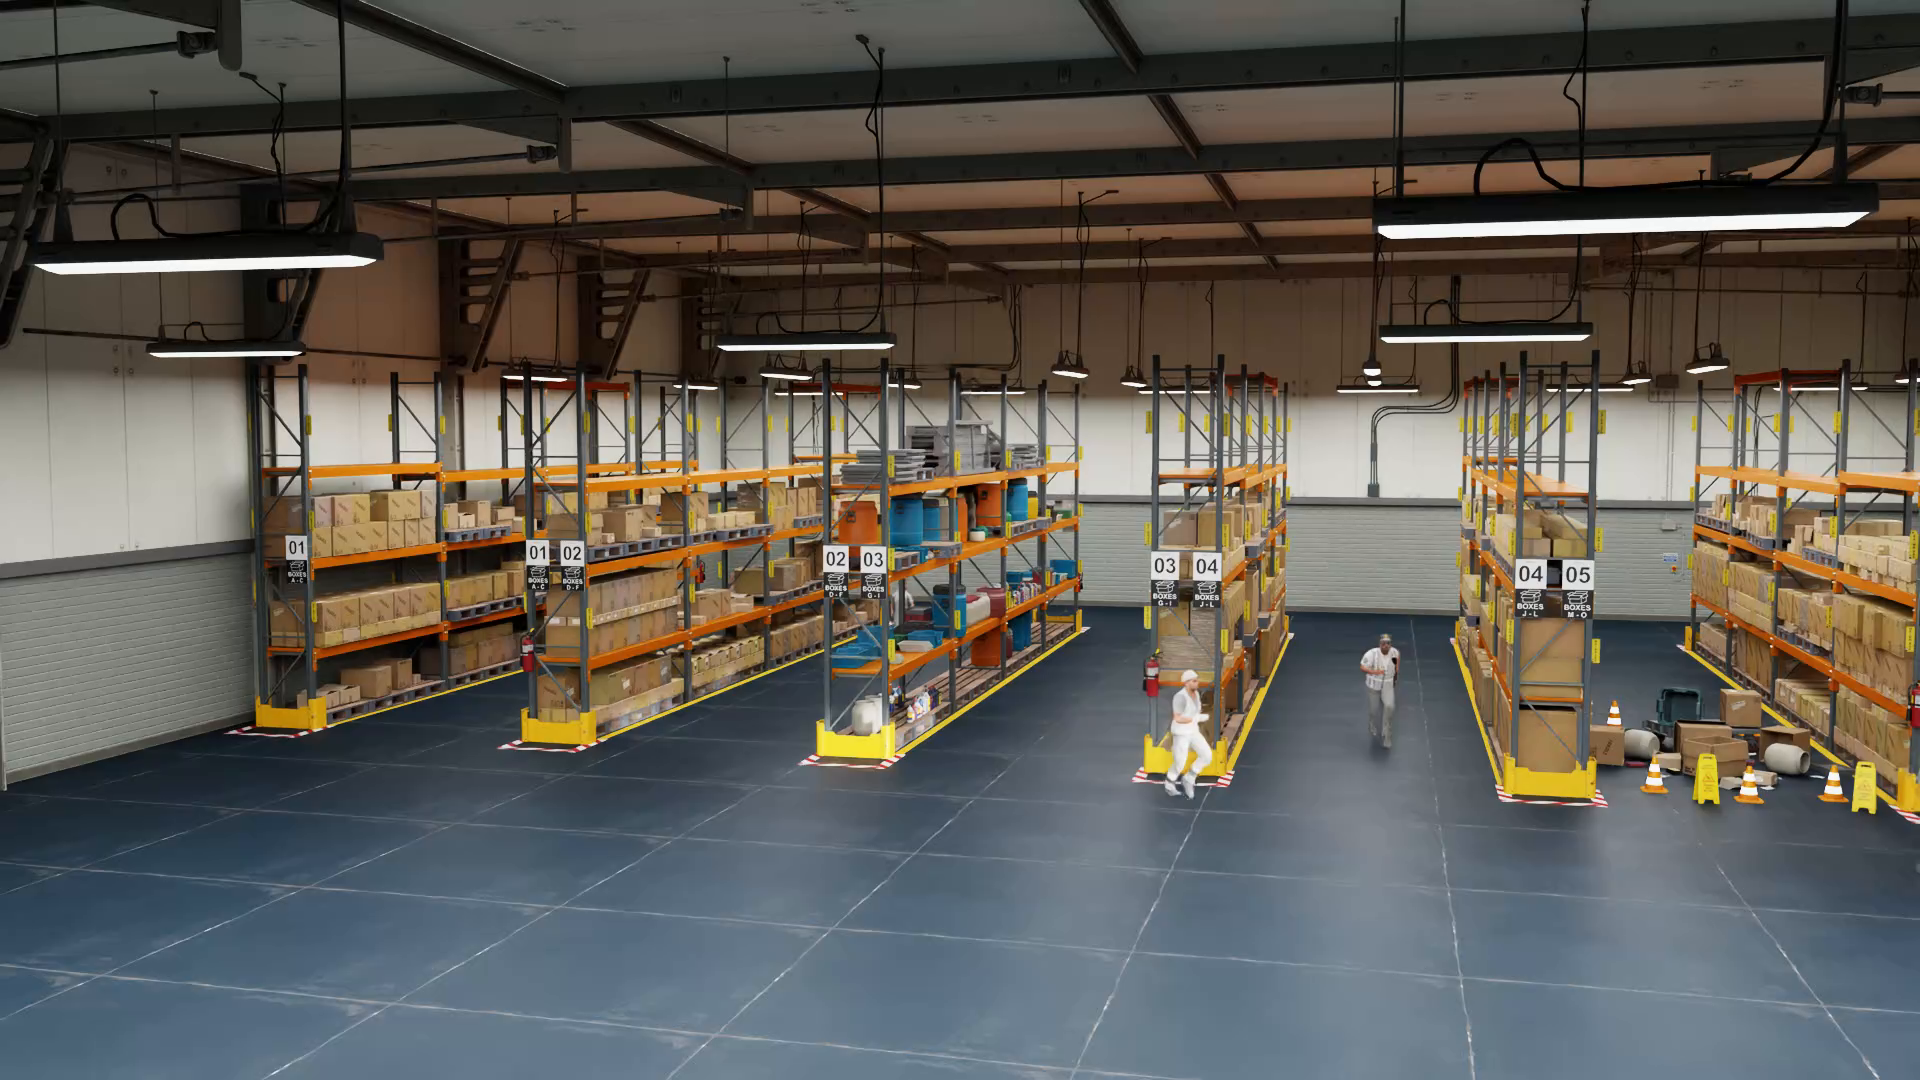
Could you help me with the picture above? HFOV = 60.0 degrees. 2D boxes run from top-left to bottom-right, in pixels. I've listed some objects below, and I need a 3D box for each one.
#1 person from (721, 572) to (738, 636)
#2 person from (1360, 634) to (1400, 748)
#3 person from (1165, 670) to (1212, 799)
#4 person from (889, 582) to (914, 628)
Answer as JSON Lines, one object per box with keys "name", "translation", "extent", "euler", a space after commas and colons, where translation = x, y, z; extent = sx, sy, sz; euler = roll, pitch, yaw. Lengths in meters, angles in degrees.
{"name": "person", "translation": [-5.069, 1.589, 37.114], "extent": [0.708, 1.726, 0.635], "euler": [0, 4, 6]}
{"name": "person", "translation": [6.626, 2.336, 26.264], "extent": [0.658, 1.798, 1.015], "euler": [0, 4, 4]}
{"name": "person", "translation": [3.035, 2.578, 22.099], "extent": [0.796, 1.731, 0.699], "euler": [4, 6, 45]}
{"name": "person", "translation": [-1.277, 1.691, 36.216], "extent": [0.548, 1.624, 0.550], "euler": [1, 4, 10]}
